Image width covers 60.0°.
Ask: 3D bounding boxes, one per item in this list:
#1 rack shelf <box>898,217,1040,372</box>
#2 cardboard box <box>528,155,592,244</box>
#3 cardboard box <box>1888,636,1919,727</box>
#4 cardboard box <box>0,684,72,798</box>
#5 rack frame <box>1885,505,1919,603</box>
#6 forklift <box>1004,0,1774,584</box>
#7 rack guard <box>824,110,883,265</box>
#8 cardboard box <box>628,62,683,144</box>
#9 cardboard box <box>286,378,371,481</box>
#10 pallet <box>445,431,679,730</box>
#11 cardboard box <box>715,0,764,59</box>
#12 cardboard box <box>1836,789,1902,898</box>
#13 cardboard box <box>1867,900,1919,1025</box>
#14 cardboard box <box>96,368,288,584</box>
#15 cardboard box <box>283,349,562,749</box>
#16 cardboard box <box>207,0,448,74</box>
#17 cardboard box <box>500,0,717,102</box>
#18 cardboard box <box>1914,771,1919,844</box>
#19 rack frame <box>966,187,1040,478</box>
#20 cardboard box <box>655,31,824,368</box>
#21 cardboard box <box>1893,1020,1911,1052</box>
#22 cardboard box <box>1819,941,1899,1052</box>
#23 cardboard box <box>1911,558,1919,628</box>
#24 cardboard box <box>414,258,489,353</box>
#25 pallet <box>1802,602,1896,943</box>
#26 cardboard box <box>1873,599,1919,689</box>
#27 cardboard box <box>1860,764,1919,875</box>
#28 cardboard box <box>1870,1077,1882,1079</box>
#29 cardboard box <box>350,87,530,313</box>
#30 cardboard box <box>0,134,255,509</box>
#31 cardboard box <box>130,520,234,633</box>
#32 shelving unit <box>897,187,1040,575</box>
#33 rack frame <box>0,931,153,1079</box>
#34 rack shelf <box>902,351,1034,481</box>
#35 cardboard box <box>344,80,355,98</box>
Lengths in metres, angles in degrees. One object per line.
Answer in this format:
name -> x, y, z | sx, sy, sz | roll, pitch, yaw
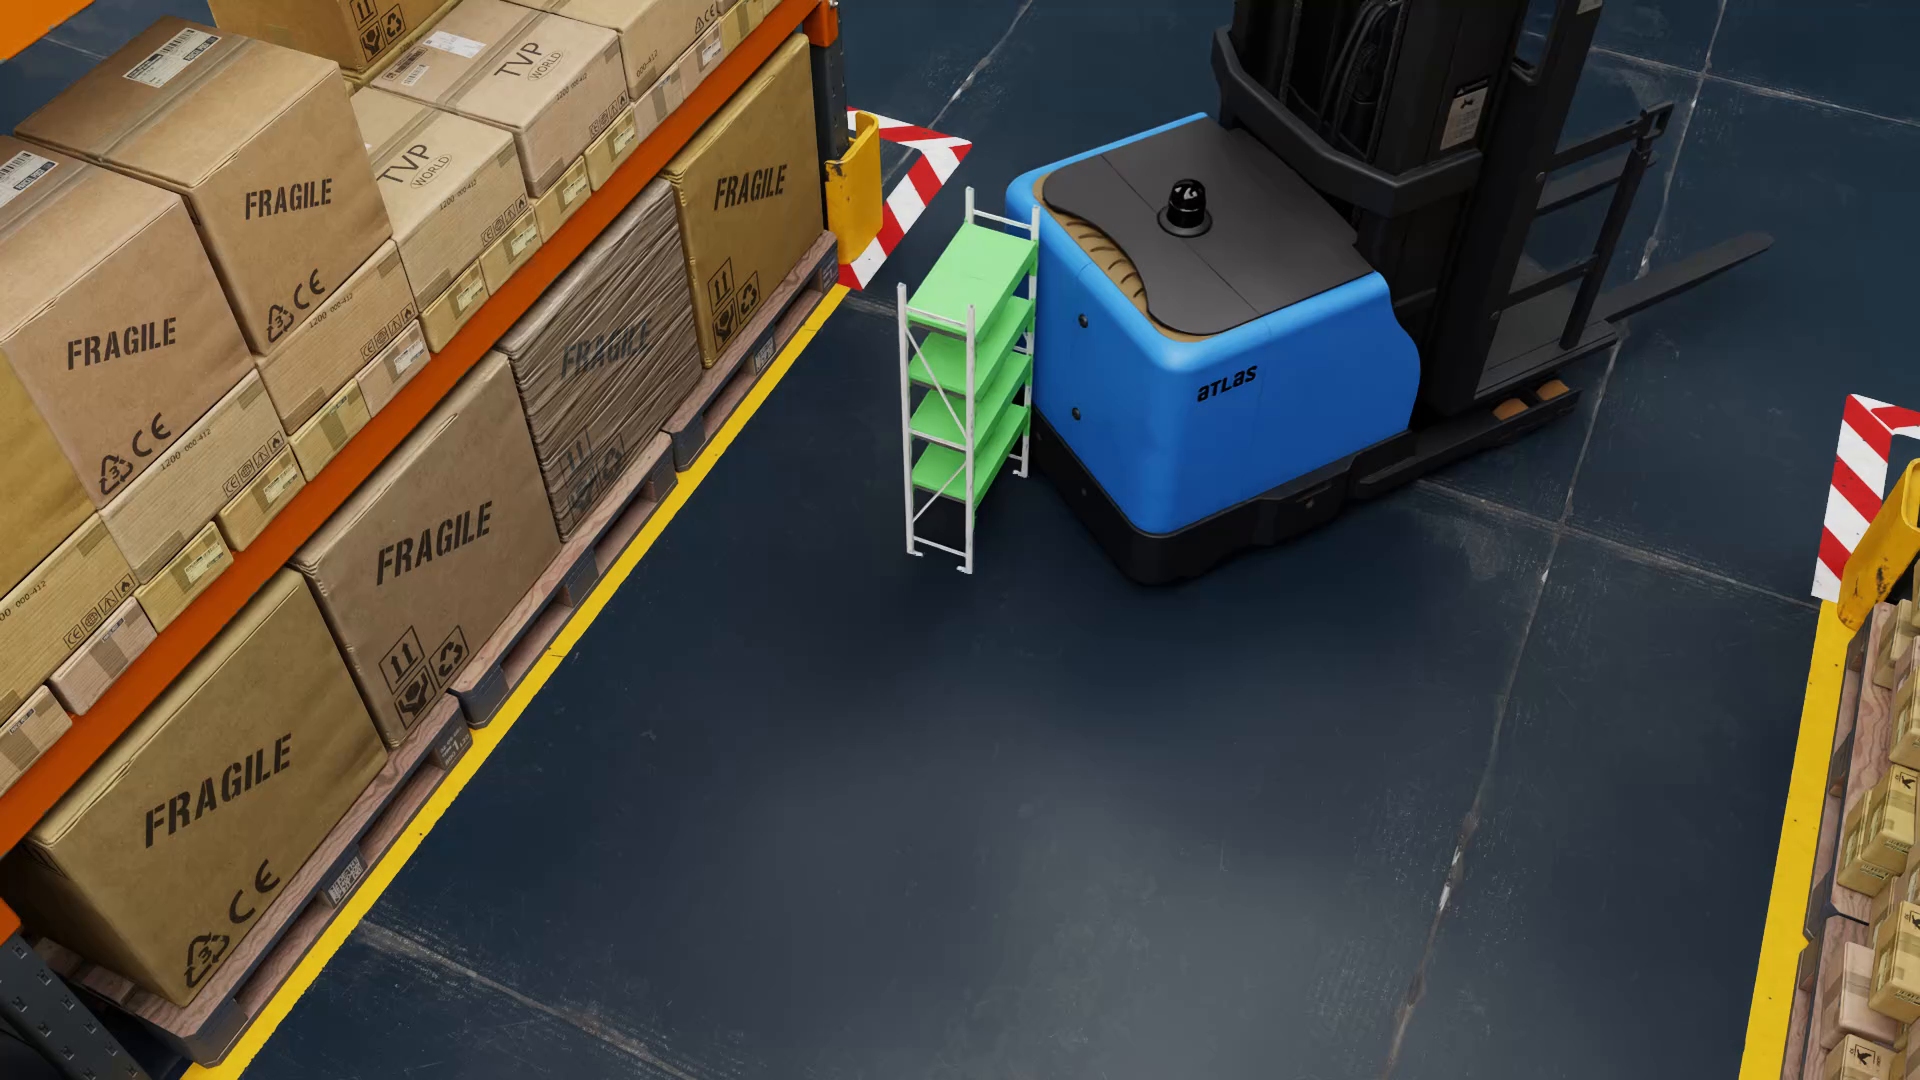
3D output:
rack shelf -> 0.031, -0.752, 5.056 | 0.258, 0.148, 0.480 | 19, 52, 15
cardboard box -> -1.307, -1.038, 4.829 | 0.380, 0.149, 0.250 | 20, 52, 16
cardboard box -> 2.910, 0.468, 4.783 | 0.380, 0.149, 0.250 | 20, 52, 16
cardboard box -> -2.189, 0.386, 3.617 | 0.380, 0.149, 0.250 | 20, 52, 16
rack frame -> 3.534, -0.671, 4.352 | 1.000, 3.000, 0.127 | 20, 52, 16
forklift -> 1.672, -1.633, 5.215 | 3.031, 2.935, 1.130 | -23, 53, -18
rack guard -> -0.897, -1.561, 6.750 | 1.175, 0.500, 0.348 | 20, 52, 16
cardboard box -> -1.088, -1.396, 5.134 | 0.380, 0.149, 0.250 | 21, 53, 17
cardboard box -> -1.745, -0.335, 4.230 | 0.380, 0.149, 0.250 | 19, 52, 16
pallet -> -1.701, -0.038, 5.644 | 1.003, 0.211, 1.213 | 20, 52, 16
cardboard box -> -0.871, -1.741, 5.427 | 0.380, 0.149, 0.250 | 20, 53, 16
cardboard box -> 2.675, 0.894, 4.616 | 0.380, 0.149, 0.250 | 20, 53, 17
cardboard box -> 2.459, 1.087, 4.061 | 0.380, 0.149, 0.250 | 21, 53, 17
cardboard box -> -1.962, -0.227, 3.877 | 0.500, 0.250, 0.500 | 20, 52, 16
cardboard box -> -1.877, -0.096, 4.981 | 0.875, 0.875, 0.875 | 20, 52, 16
cardboard box -> -1.786, -1.700, 4.637 | 0.500, 0.500, 0.500 | 19, 52, 15
cardboard box -> -1.092, -1.633, 5.073 | 0.500, 0.250, 0.500 | 19, 52, 15
cardboard box -> 2.739, 0.733, 4.363 | 0.380, 0.149, 0.250 | 17, 52, 14
rack frame -> 0.131, -0.652, 5.517 | 0.240, 1.200, 0.015 | 19, 52, 15
cardboard box -> -1.108, -1.335, 6.036 | 0.875, 0.875, 0.875 | 20, 52, 16
cardboard box -> 2.572, 1.220, 4.143 | 0.380, 0.149, 0.250 | 22, 53, 18
cardboard box -> 2.467, 1.244, 4.318 | 0.380, 0.149, 0.250 | 17, 52, 14
cardboard box -> 3.003, 0.174, 4.838 | 0.380, 0.149, 0.250 | 18, 52, 14
cardboard box -> -1.525, -0.688, 4.531 | 0.380, 0.149, 0.250 | 18, 52, 15
pallet -> 3.122, 0.833, 4.903 | 1.003, 0.211, 1.213 | 20, 52, 16
cardboard box -> 3.021, 0.373, 5.059 | 0.380, 0.149, 0.250 | 21, 53, 17
cardboard box -> 2.678, 0.806, 4.495 | 0.380, 0.149, 0.250 | 21, 53, 17
cardboard box -> 2.233, 1.427, 3.772 | 0.380, 0.149, 0.250 | 18, 52, 15
cardboard box -> -1.528, -0.923, 4.469 | 0.500, 0.250, 0.500 | 20, 52, 16
cardboard box -> -1.963, -0.474, 3.595 | 0.500, 0.500, 0.500 | 20, 52, 16
cardboard box -> -1.965, 0.023, 3.926 | 0.380, 0.149, 0.250 | 21, 53, 17
shelving unit -> 0.031, -0.482, 5.373 | 0.258, 1.200, 0.503 | 19, 52, 15
rack frame -> -2.613, 0.401, 3.439 | 0.949, 2.616, 0.053 | 20, 52, 16
rack shelf -> 0.031, -0.441, 5.421 | 0.258, 0.148, 0.480 | 19, 52, 15
cardboard box -> -2.009, -1.094, 4.614 | 0.500, 0.250, 0.500 | 19, 52, 15
